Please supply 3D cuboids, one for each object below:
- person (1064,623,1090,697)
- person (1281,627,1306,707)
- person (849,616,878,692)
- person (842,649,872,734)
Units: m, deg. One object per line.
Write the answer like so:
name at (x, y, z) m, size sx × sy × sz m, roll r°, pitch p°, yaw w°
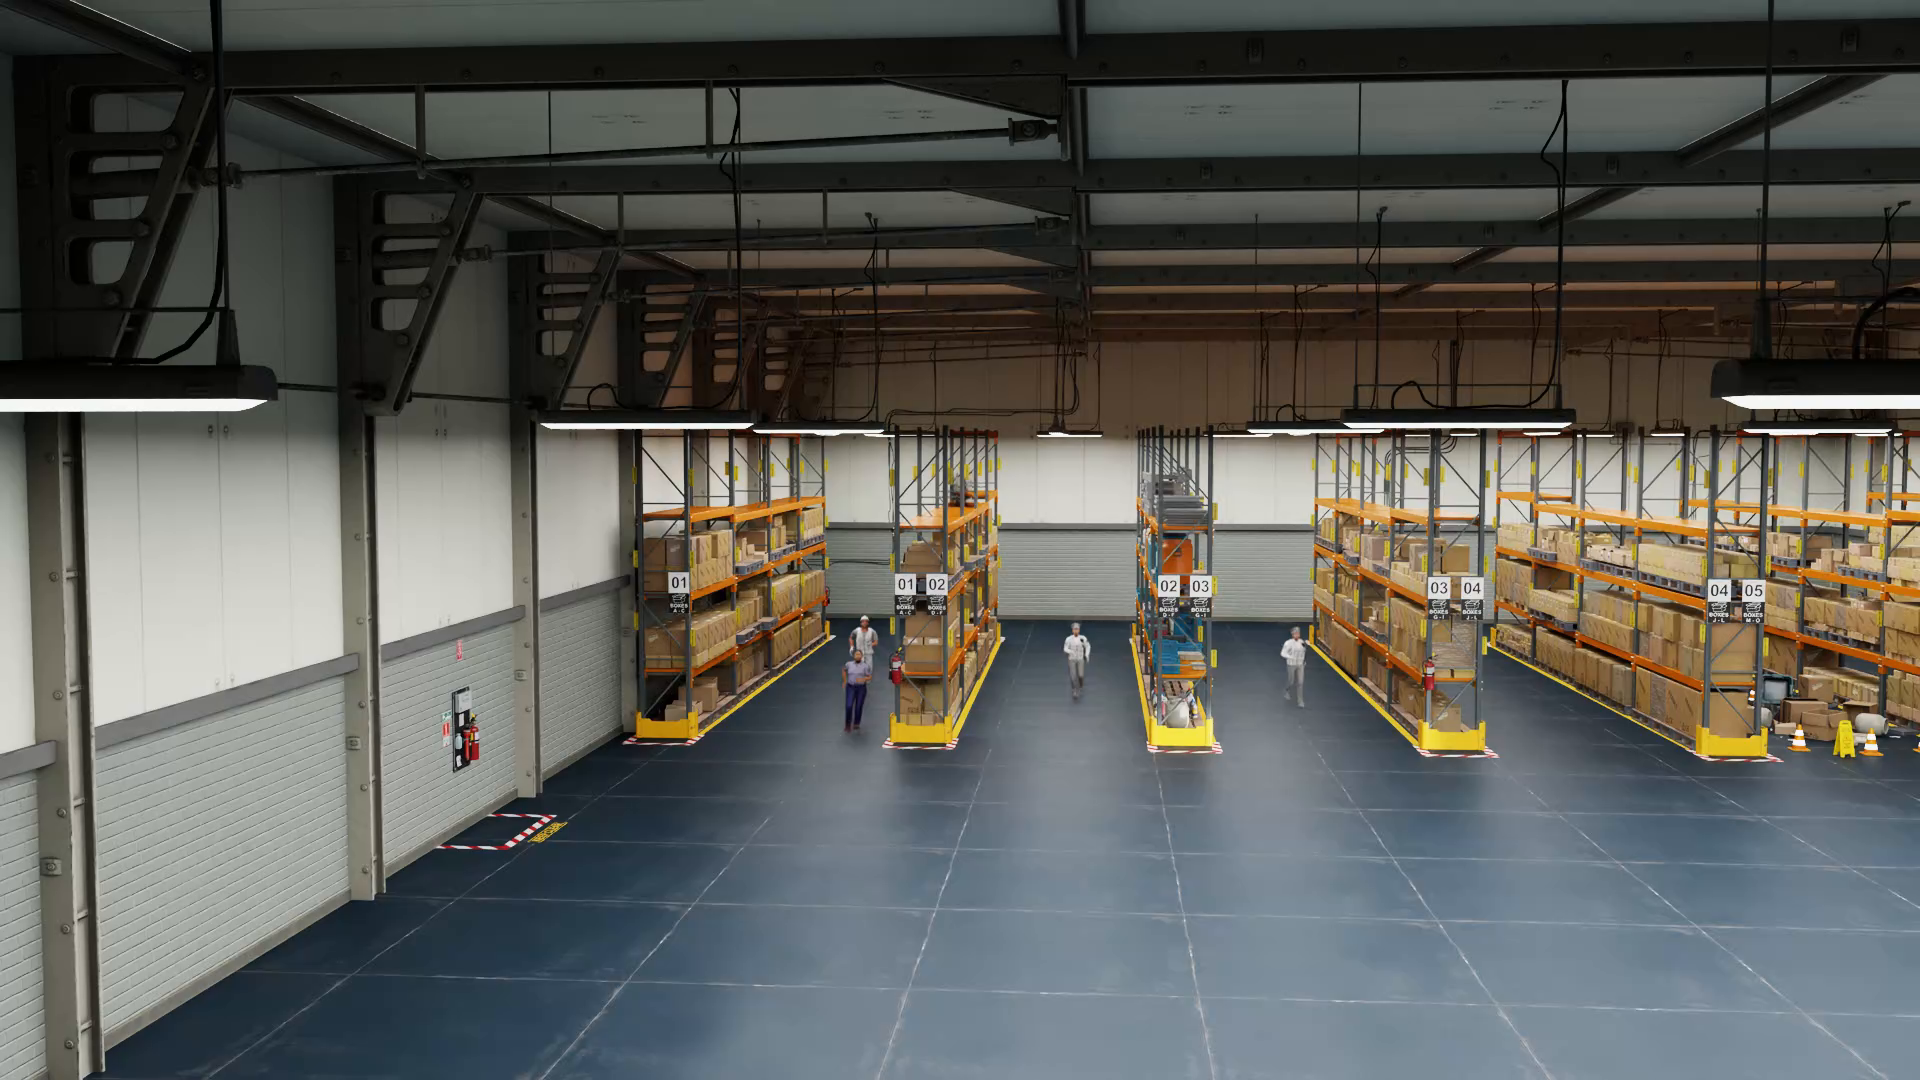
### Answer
person at (2.592, 2.663, 36.798) m, size 0.588 × 1.660 × 0.619 m, roll 0°, pitch 3°, yaw 3°
person at (7.219, 2.709, 35.865) m, size 0.612 × 1.689 × 0.943 m, roll -1°, pitch 3°, yaw -9°
person at (-2.148, 2.585, 37.274) m, size 0.641 × 1.775 × 0.690 m, roll 0°, pitch 3°, yaw -8°
person at (-2.024, 2.973, 32.585) m, size 0.590 × 1.678 × 0.678 m, roll 0°, pitch 3°, yaw -1°
